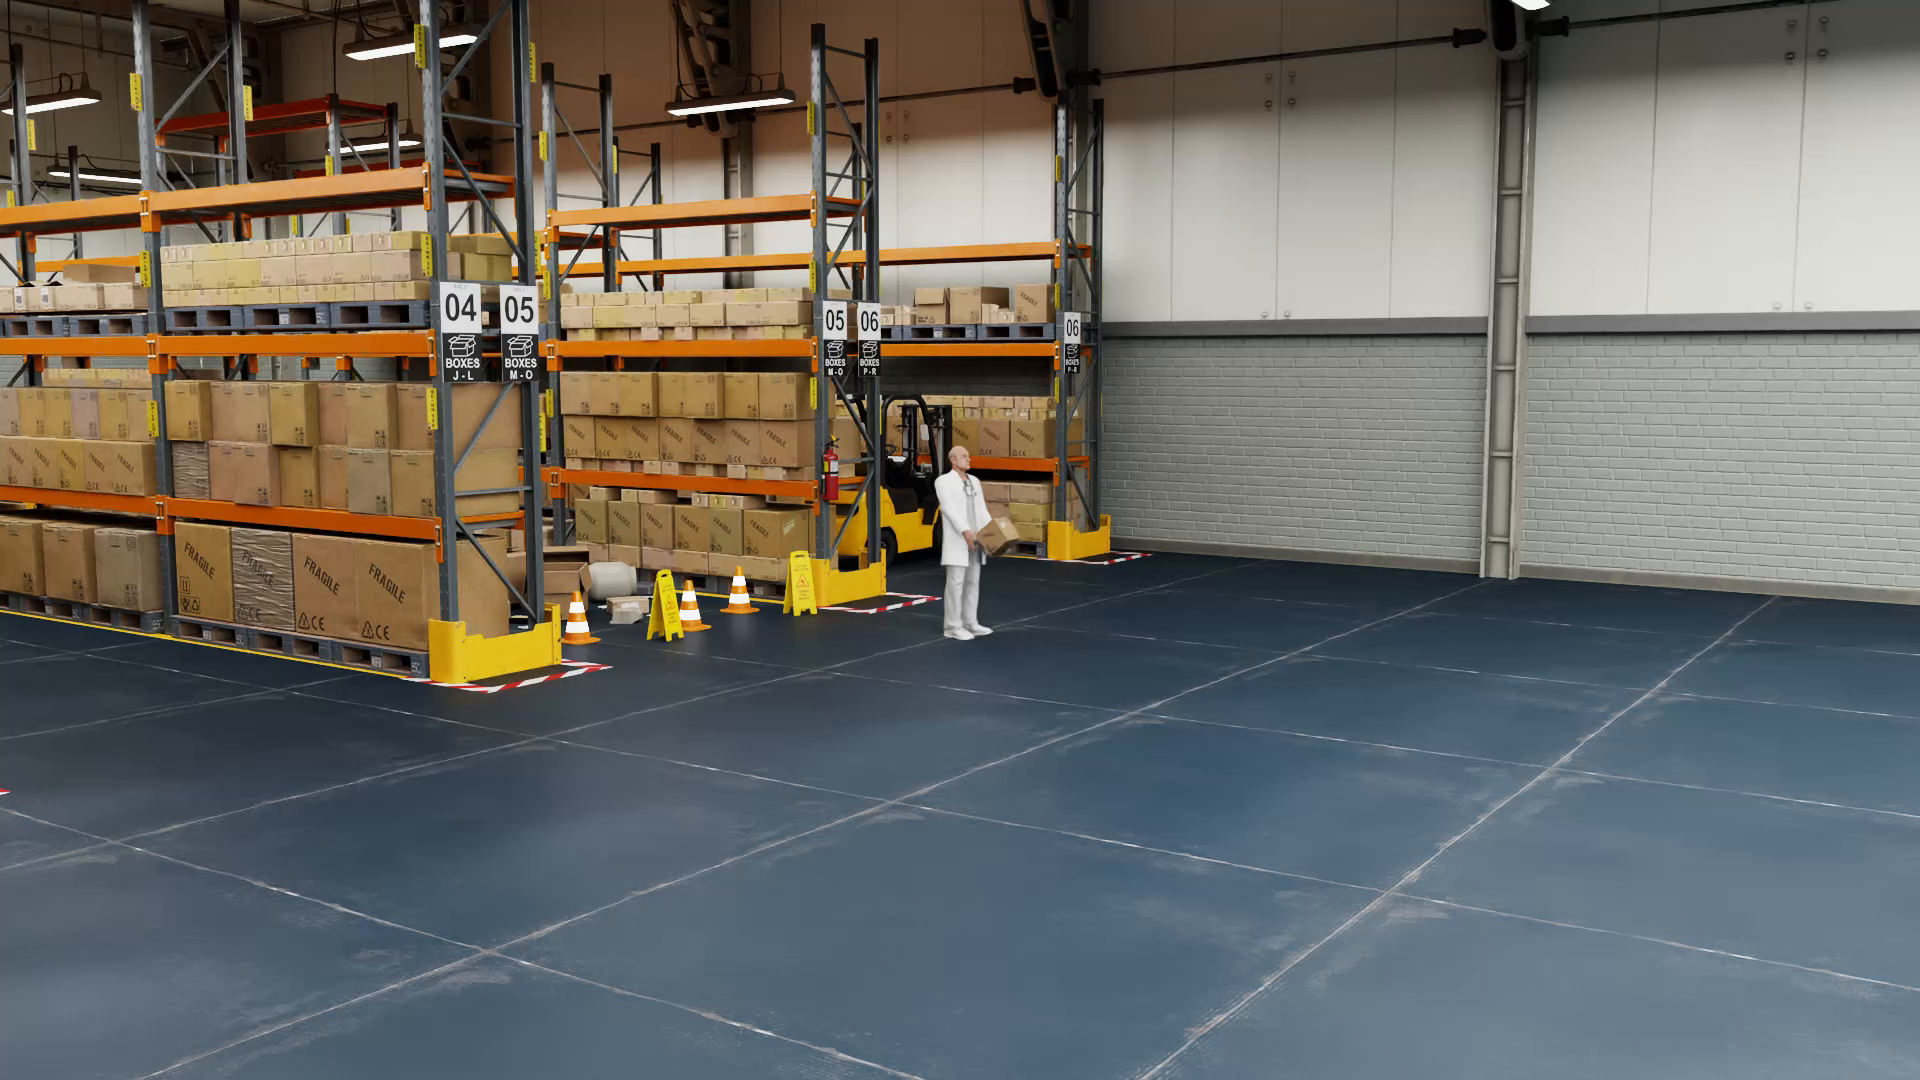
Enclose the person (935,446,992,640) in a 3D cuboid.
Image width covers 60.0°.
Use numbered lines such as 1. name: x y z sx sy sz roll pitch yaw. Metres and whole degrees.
1. person: 0.083 0.019 15.556 0.557 1.780 0.528 -6 8 -43
